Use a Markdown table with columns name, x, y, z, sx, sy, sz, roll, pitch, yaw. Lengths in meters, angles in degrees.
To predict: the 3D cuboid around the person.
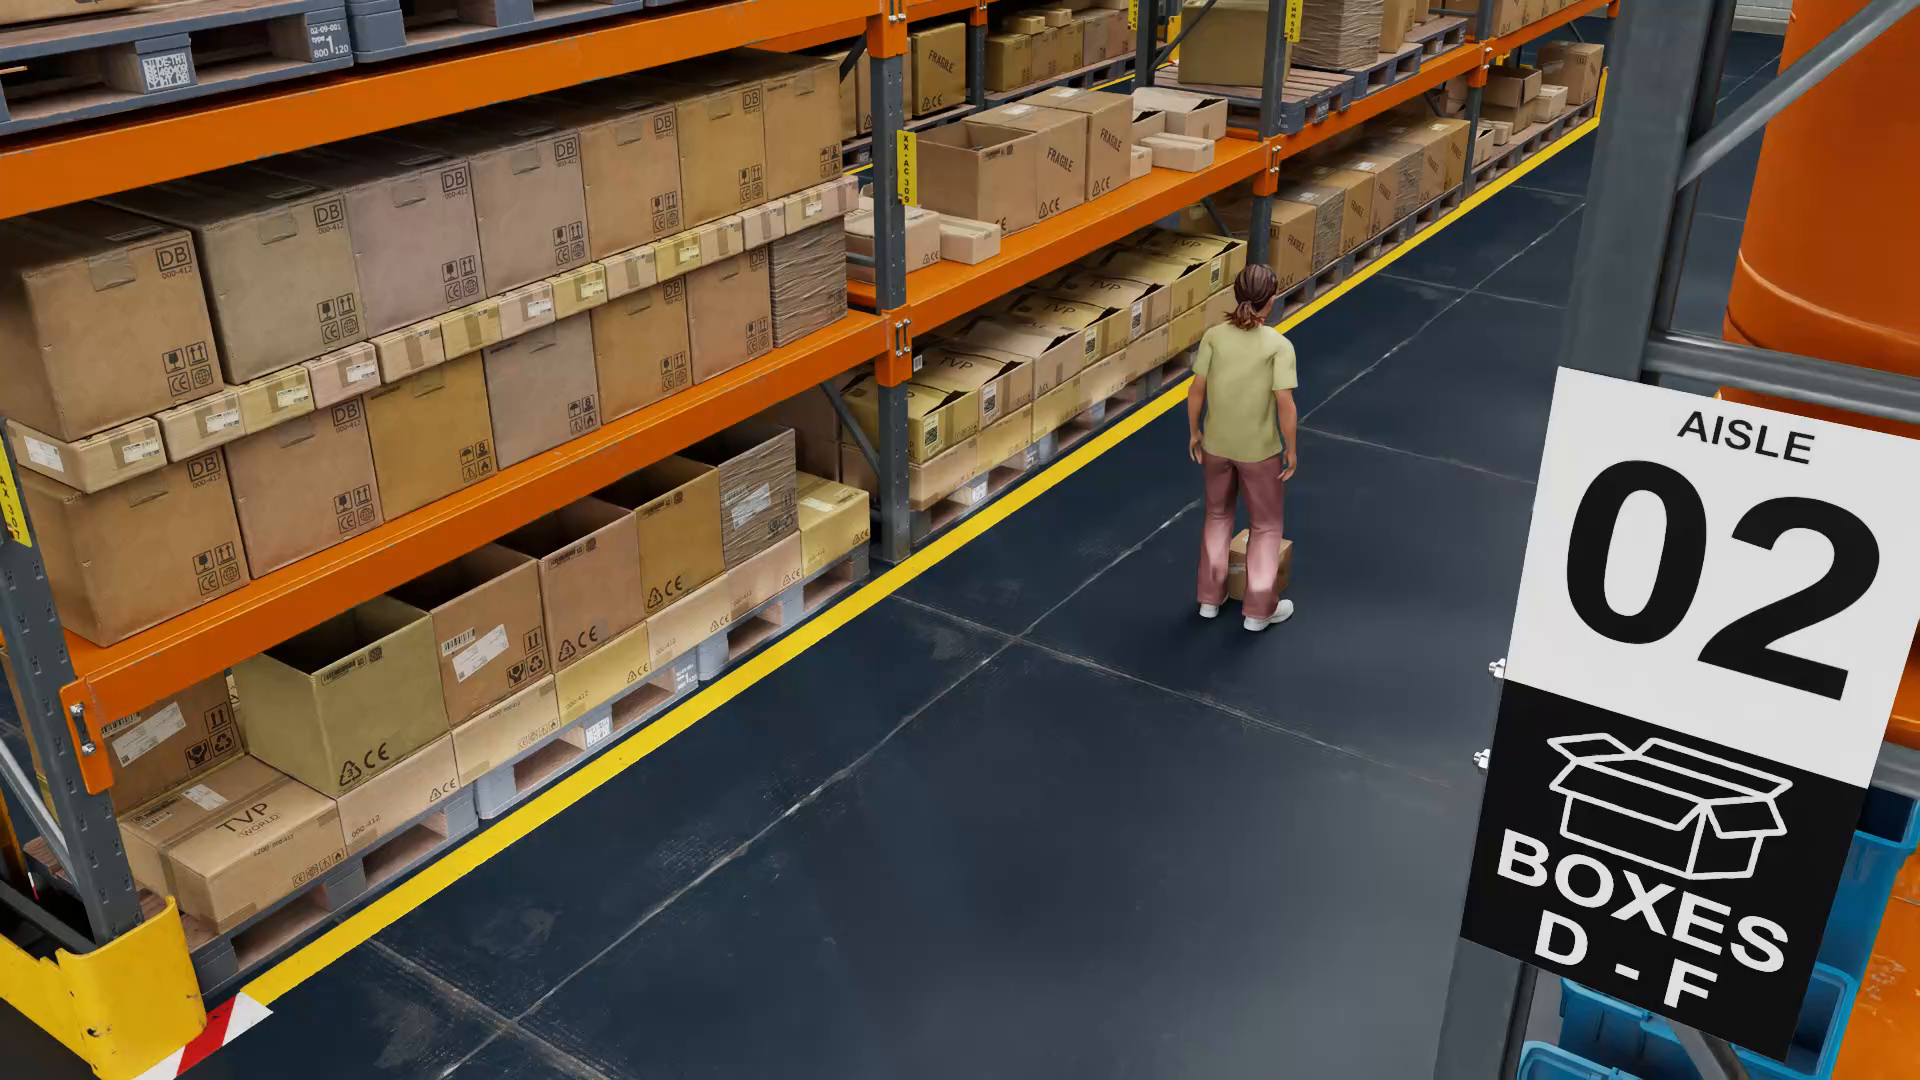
| name | x | y | z | sx | sy | sz | roll | pitch | yaw |
| --- | --- | --- | --- | --- | --- | --- | --- | --- | --- |
| person | 1.269 | -0.407 | 7.418 | 0.521 | 1.671 | 0.364 | 15 | 31 | 27 |
